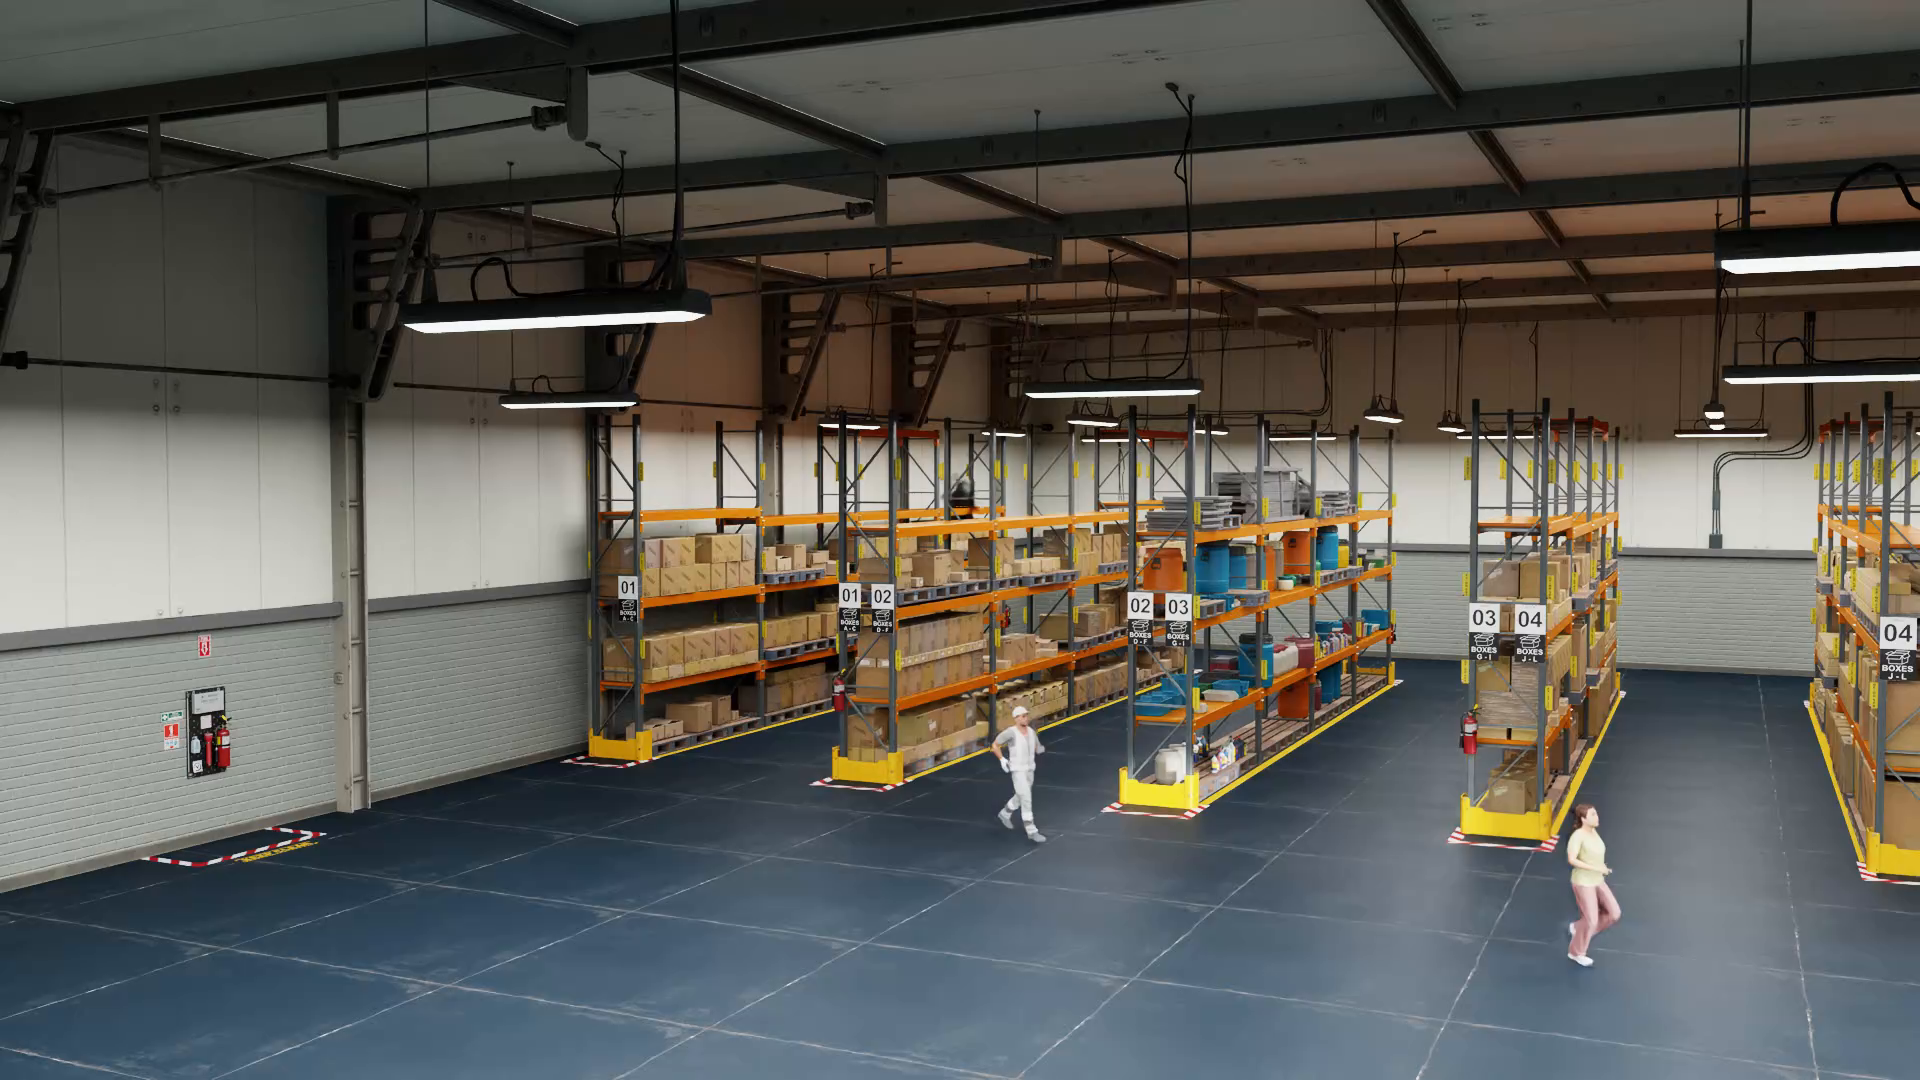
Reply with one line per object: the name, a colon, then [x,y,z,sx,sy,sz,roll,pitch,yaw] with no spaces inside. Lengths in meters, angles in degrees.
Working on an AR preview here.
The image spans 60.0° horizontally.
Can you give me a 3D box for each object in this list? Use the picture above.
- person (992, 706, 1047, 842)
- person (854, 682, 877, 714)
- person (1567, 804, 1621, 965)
person: [0.838,3.144,22.621,0.662,1.773,1.002,-2,3,-44]
person: [-1.630,2.893,30.494,0.623,1.674,0.897,1,3,20]
person: [6.386,3.485,16.838,0.627,1.640,0.525,-2,3,-41]
